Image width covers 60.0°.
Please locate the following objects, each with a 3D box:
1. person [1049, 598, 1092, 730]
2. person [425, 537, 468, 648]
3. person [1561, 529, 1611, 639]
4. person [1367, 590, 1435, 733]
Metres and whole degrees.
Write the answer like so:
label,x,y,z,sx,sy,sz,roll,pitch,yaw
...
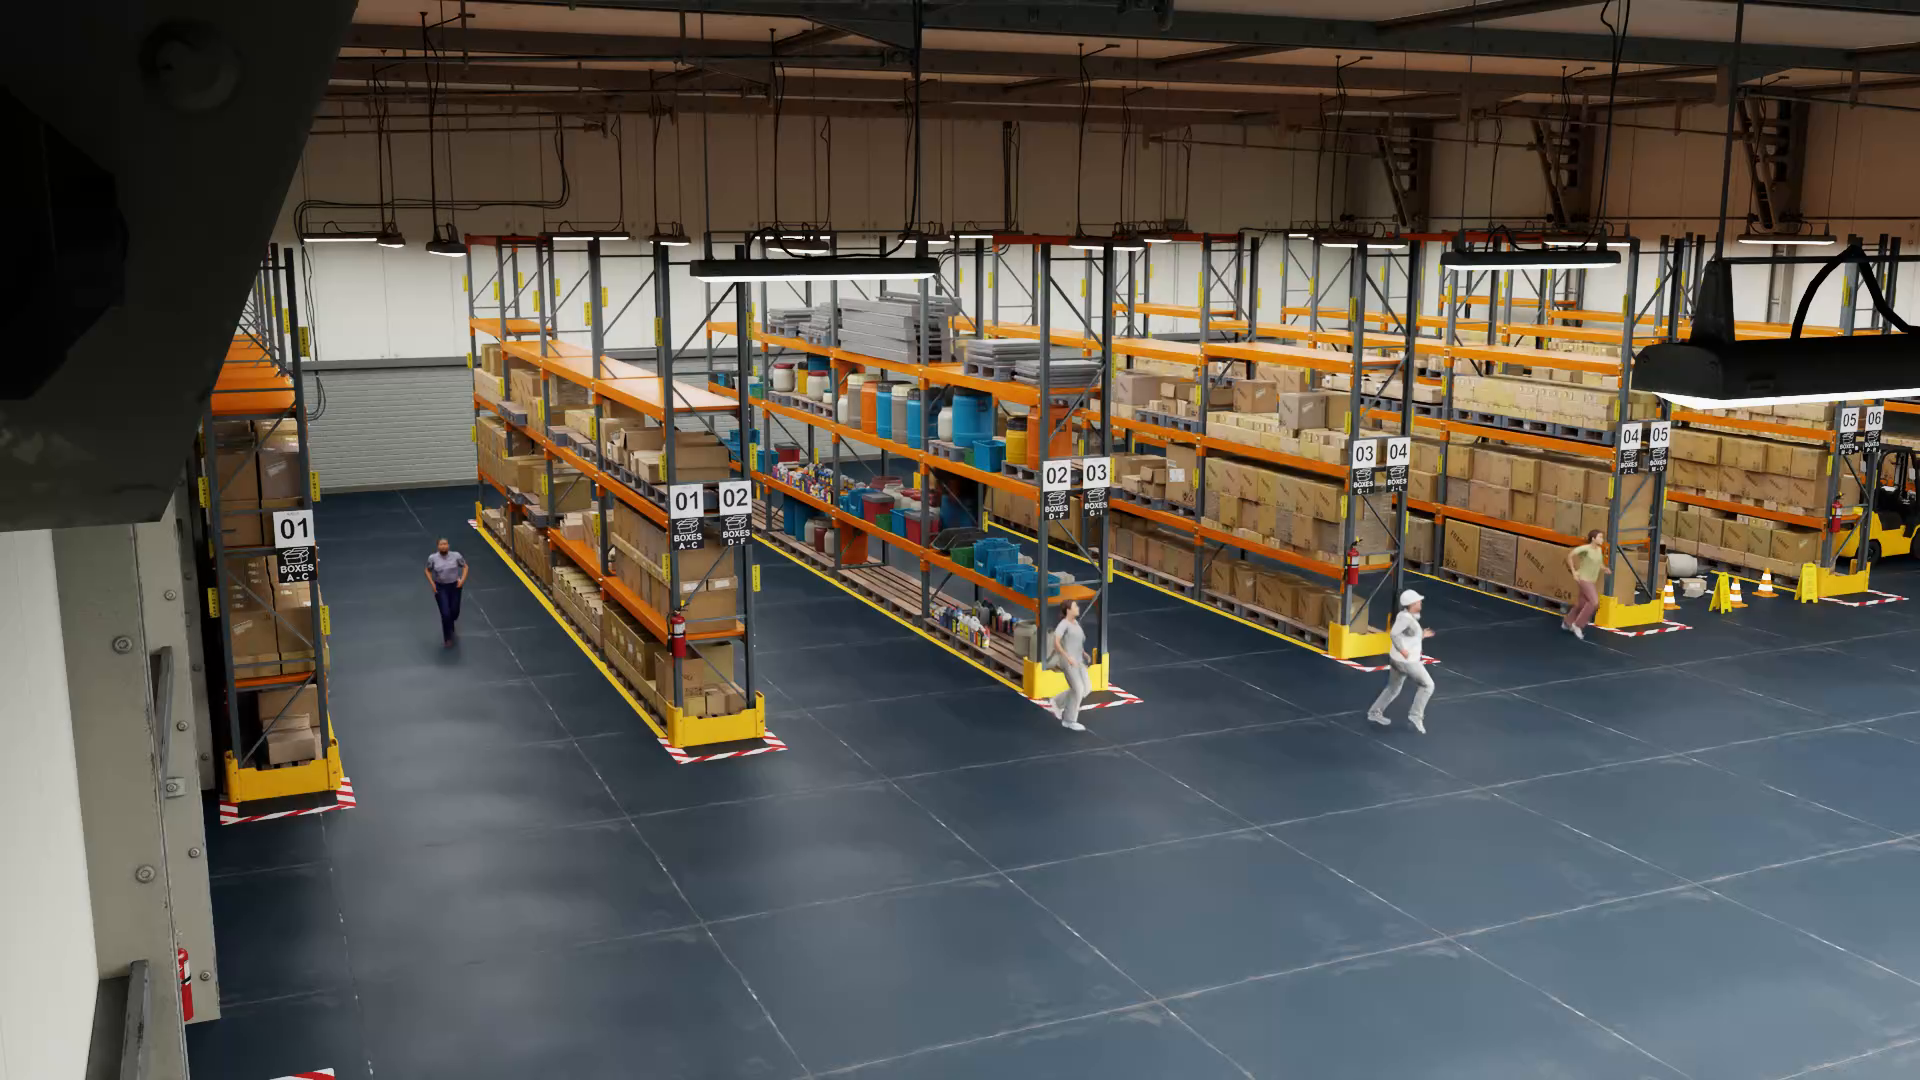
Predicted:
label,x,y,z,sx,sy,sz,roll,pitch,yaw
person,1.399,1.546,20.951,0.533,1.635,0.605,6,13,29
person,-7.708,0.766,25.020,0.625,1.656,0.681,-5,12,-22
person,9.610,0.652,25.470,0.583,1.669,0.703,-9,14,-38
person,5.518,1.511,20.768,0.804,1.813,0.637,0,11,0
